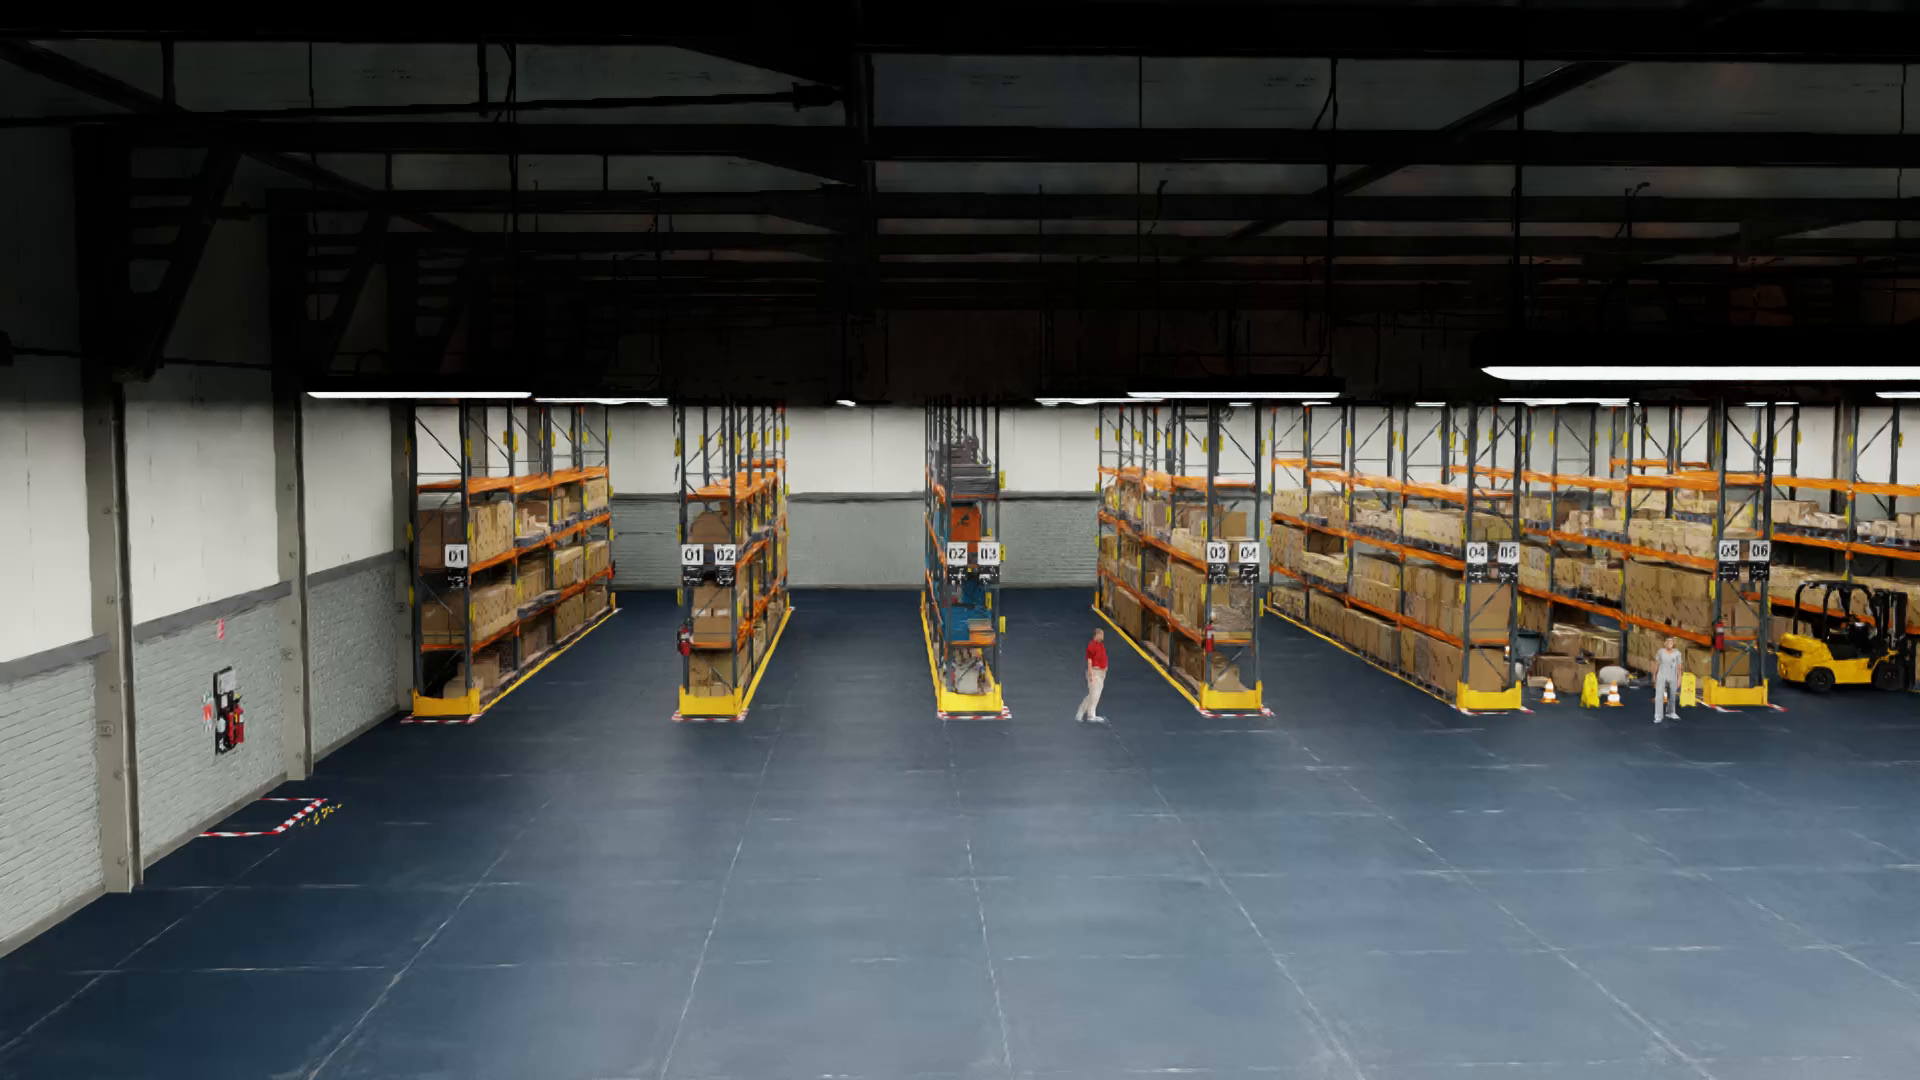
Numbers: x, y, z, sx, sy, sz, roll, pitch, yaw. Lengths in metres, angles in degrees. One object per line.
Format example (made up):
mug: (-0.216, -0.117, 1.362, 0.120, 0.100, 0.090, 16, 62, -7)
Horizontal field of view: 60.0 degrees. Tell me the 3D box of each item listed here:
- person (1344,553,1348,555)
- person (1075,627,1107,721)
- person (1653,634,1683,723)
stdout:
person: (11.093, 1.043, 47.727, 0.442, 1.792, 0.606, -3, 5, -33)
person: (2.415, 2.456, 30.352, 0.499, 1.718, 0.712, 3, 5, 31)
person: (12.914, 2.517, 30.340, 0.482, 1.621, 0.948, 2, 5, 21)
